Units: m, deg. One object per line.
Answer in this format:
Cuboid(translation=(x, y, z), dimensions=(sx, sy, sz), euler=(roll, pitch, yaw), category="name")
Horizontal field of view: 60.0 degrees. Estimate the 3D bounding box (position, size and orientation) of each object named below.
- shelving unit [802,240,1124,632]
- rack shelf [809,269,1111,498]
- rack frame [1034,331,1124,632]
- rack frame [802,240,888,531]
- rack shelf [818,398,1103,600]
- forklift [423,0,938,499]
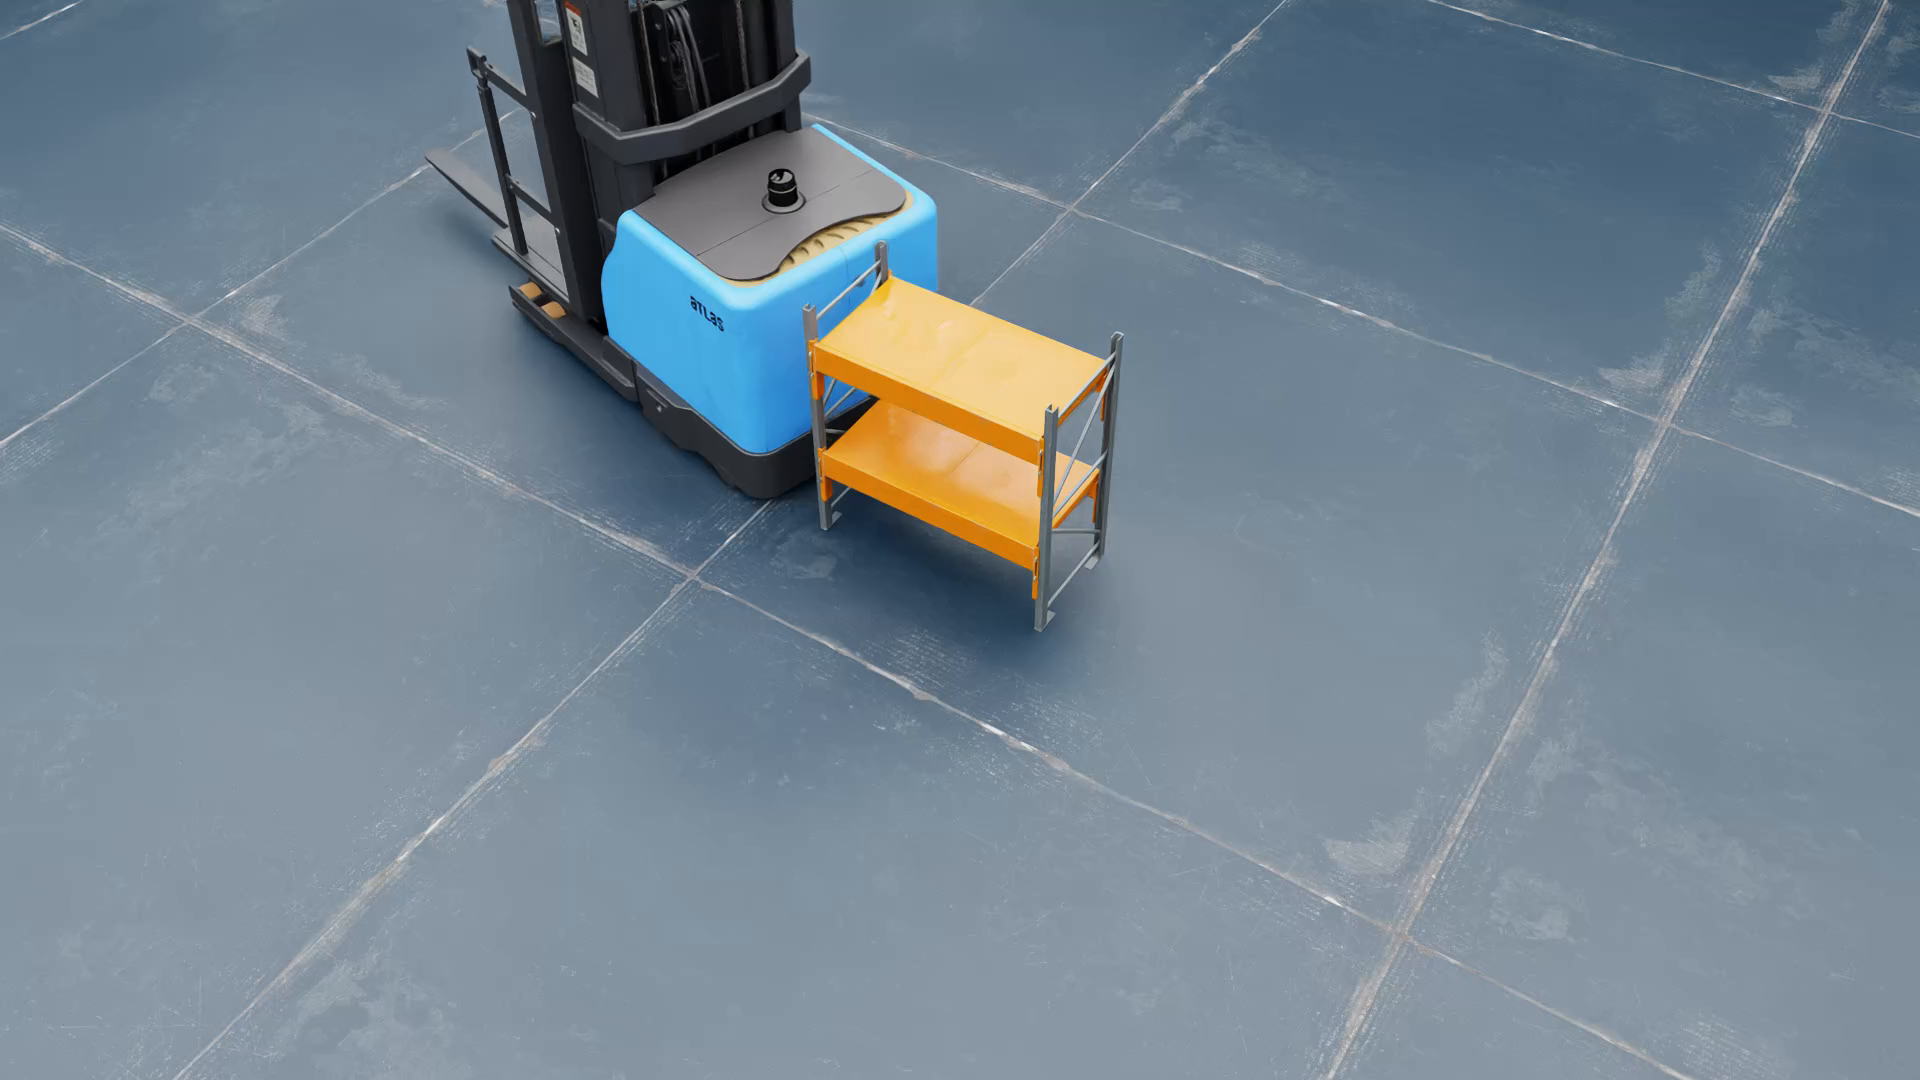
Cuboid(translation=(0.006, -0.389, 6.344), dimensions=(1.048, 1.125, 0.538), euler=(25, 51, 22), category="shelving unit")
Cuboid(translation=(0.006, -0.593, 6.134), dimensions=(1.000, 0.278, 0.538), euler=(25, 51, 22), category="rack shelf")
Cuboid(translation=(0.434, -0.193, 6.153), dimensions=(0.032, 1.125, 0.500), euler=(25, 51, 22), category="rack frame")
Cuboid(translation=(-0.422, -0.586, 6.535), dimensions=(0.032, 1.125, 0.500), euler=(25, 51, 22), category="rack frame")
Cuboid(translation=(0.006, -0.219, 6.519), dimensions=(1.000, 0.278, 0.538), euler=(25, 51, 22), category="rack shelf")
Cuboid(translation=(-1.434, -2.168, 6.813), dimensions=(1.130, 2.935, 3.031), euler=(-33, 54, -28), category="forklift")
